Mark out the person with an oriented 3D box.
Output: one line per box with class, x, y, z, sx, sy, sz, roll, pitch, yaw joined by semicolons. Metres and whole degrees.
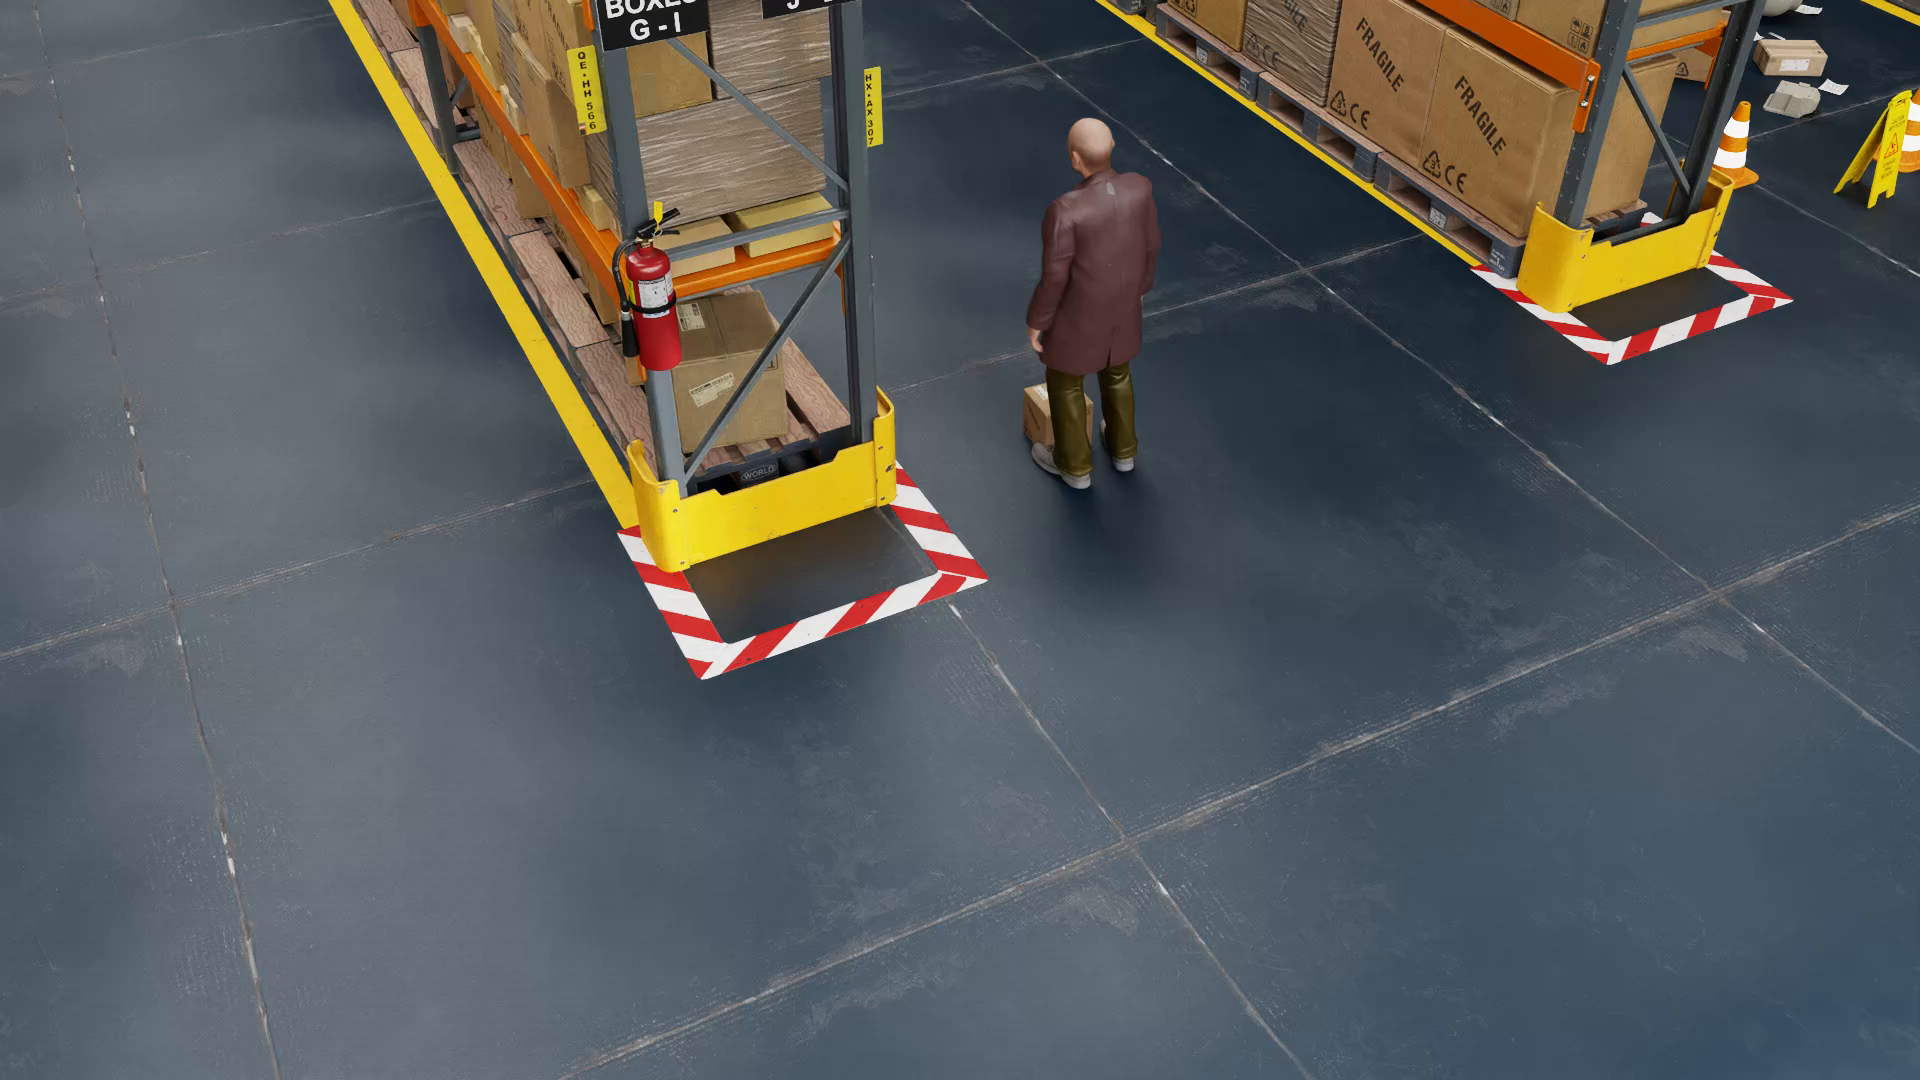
person;0.579;-1.025;7.361;0.654;1.774;0.420;-21;45;-23
